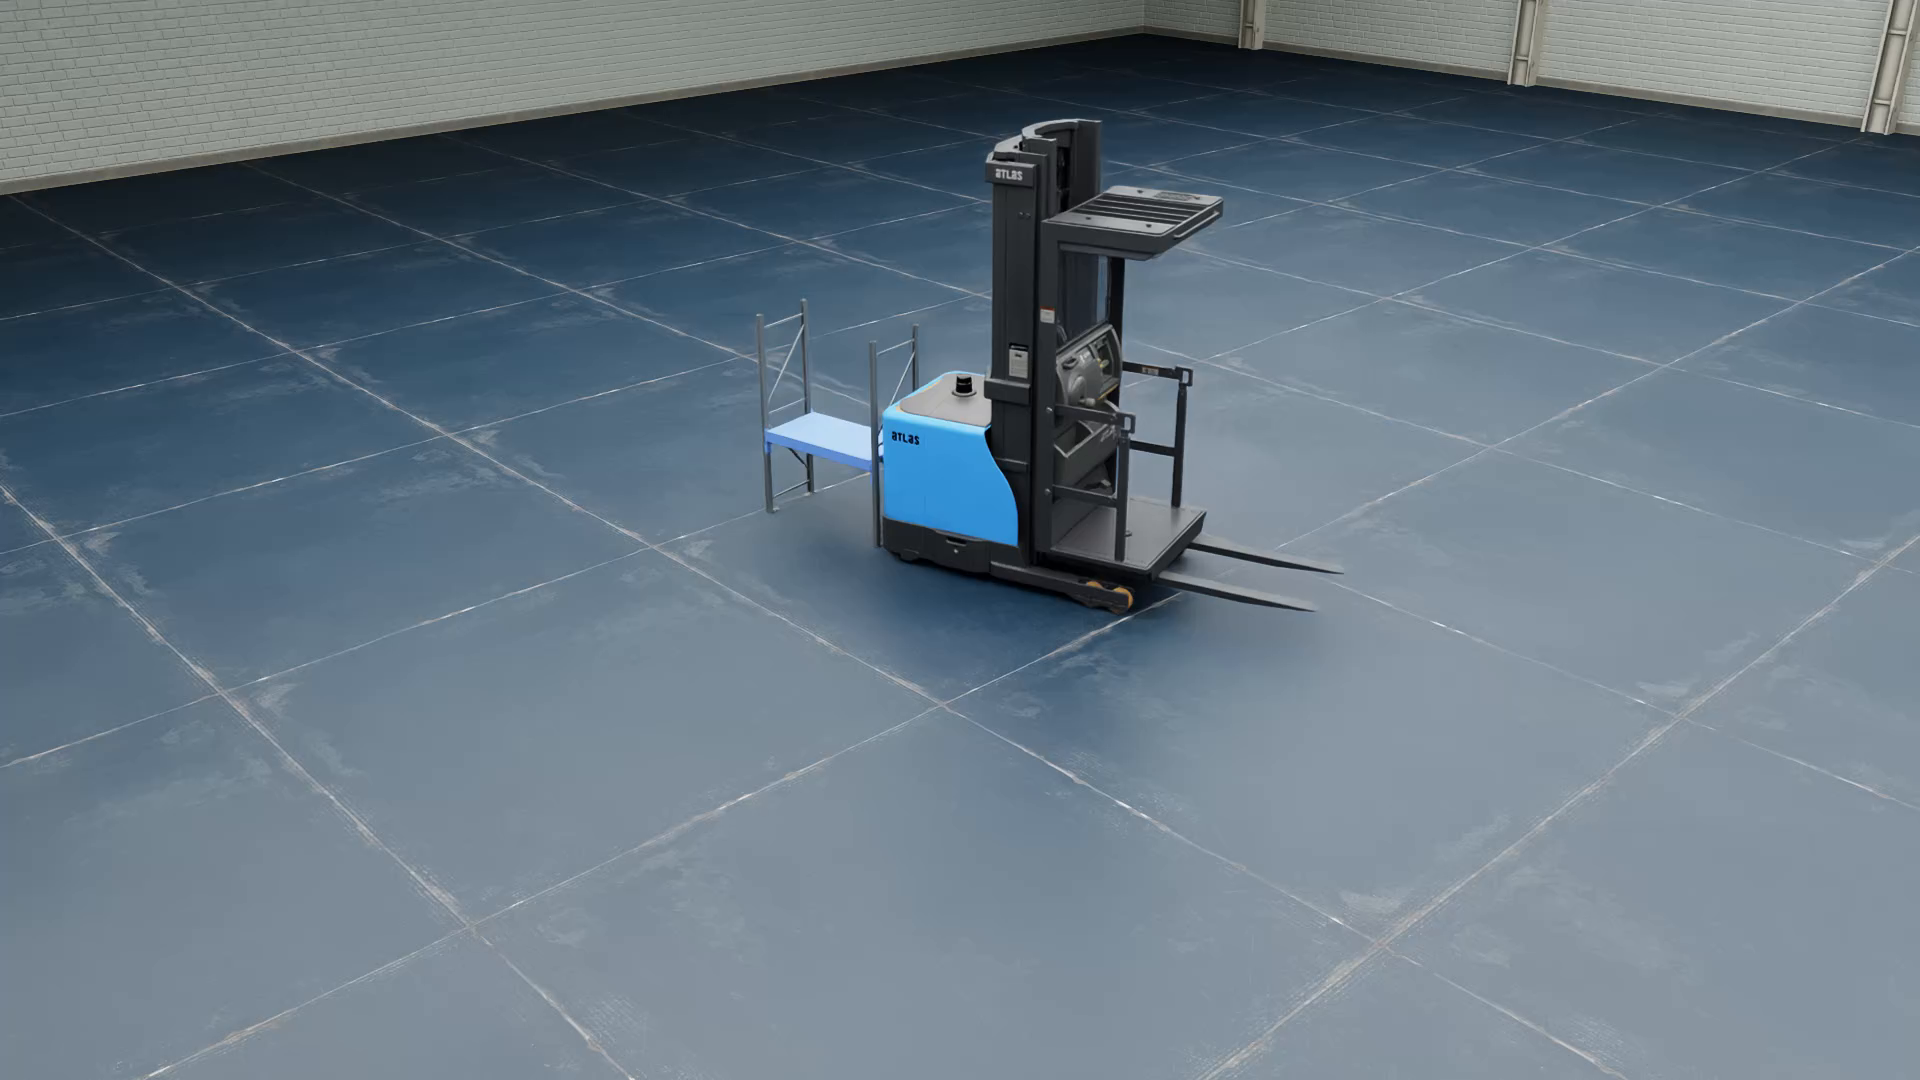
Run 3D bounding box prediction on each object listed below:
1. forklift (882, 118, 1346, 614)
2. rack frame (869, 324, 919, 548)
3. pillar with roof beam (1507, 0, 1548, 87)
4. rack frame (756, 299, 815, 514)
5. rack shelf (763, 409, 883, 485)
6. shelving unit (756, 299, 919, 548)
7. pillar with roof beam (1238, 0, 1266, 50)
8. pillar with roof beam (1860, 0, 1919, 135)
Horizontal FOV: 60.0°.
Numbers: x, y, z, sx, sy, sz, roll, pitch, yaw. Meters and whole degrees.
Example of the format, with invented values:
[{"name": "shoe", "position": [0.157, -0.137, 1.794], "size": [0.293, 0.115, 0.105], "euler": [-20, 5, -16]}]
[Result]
[{"name": "forklift", "position": [1.013, -1.110, 10.652], "size": [3.031, 2.935, 1.130], "euler": [12, 27, 25]}, {"name": "rack frame", "position": [-0.443, -0.710, 11.499], "size": [0.032, 1.500, 0.500], "euler": [17, 30, 33]}, {"name": "pillar with roof beam", "position": [6.794, -10.935, 24.877], "size": [9.100, 9.000, 0.400], "euler": [-21, 32, -38]}, {"name": "rack frame", "position": [-1.258, -0.962, 12.051], "size": [0.032, 1.500, 0.500], "euler": [17, 30, 33]}, {"name": "rack shelf", "position": [-0.850, -0.672, 11.850], "size": [1.000, 0.185, 0.538], "euler": [17, 30, 33]}, {"name": "shelving unit", "position": [-0.850, -0.836, 11.775], "size": [1.048, 1.500, 0.538], "euler": [17, 30, 33]}, {"name": "pillar with roof beam", "position": [2.693, -12.753, 28.862], "size": [9.100, 9.000, 0.400], "euler": [-21, 32, -38]}, {"name": "pillar with roof beam", "position": [10.895, -9.117, 20.893], "size": [9.100, 9.000, 0.400], "euler": [-21, 32, -38]}]
